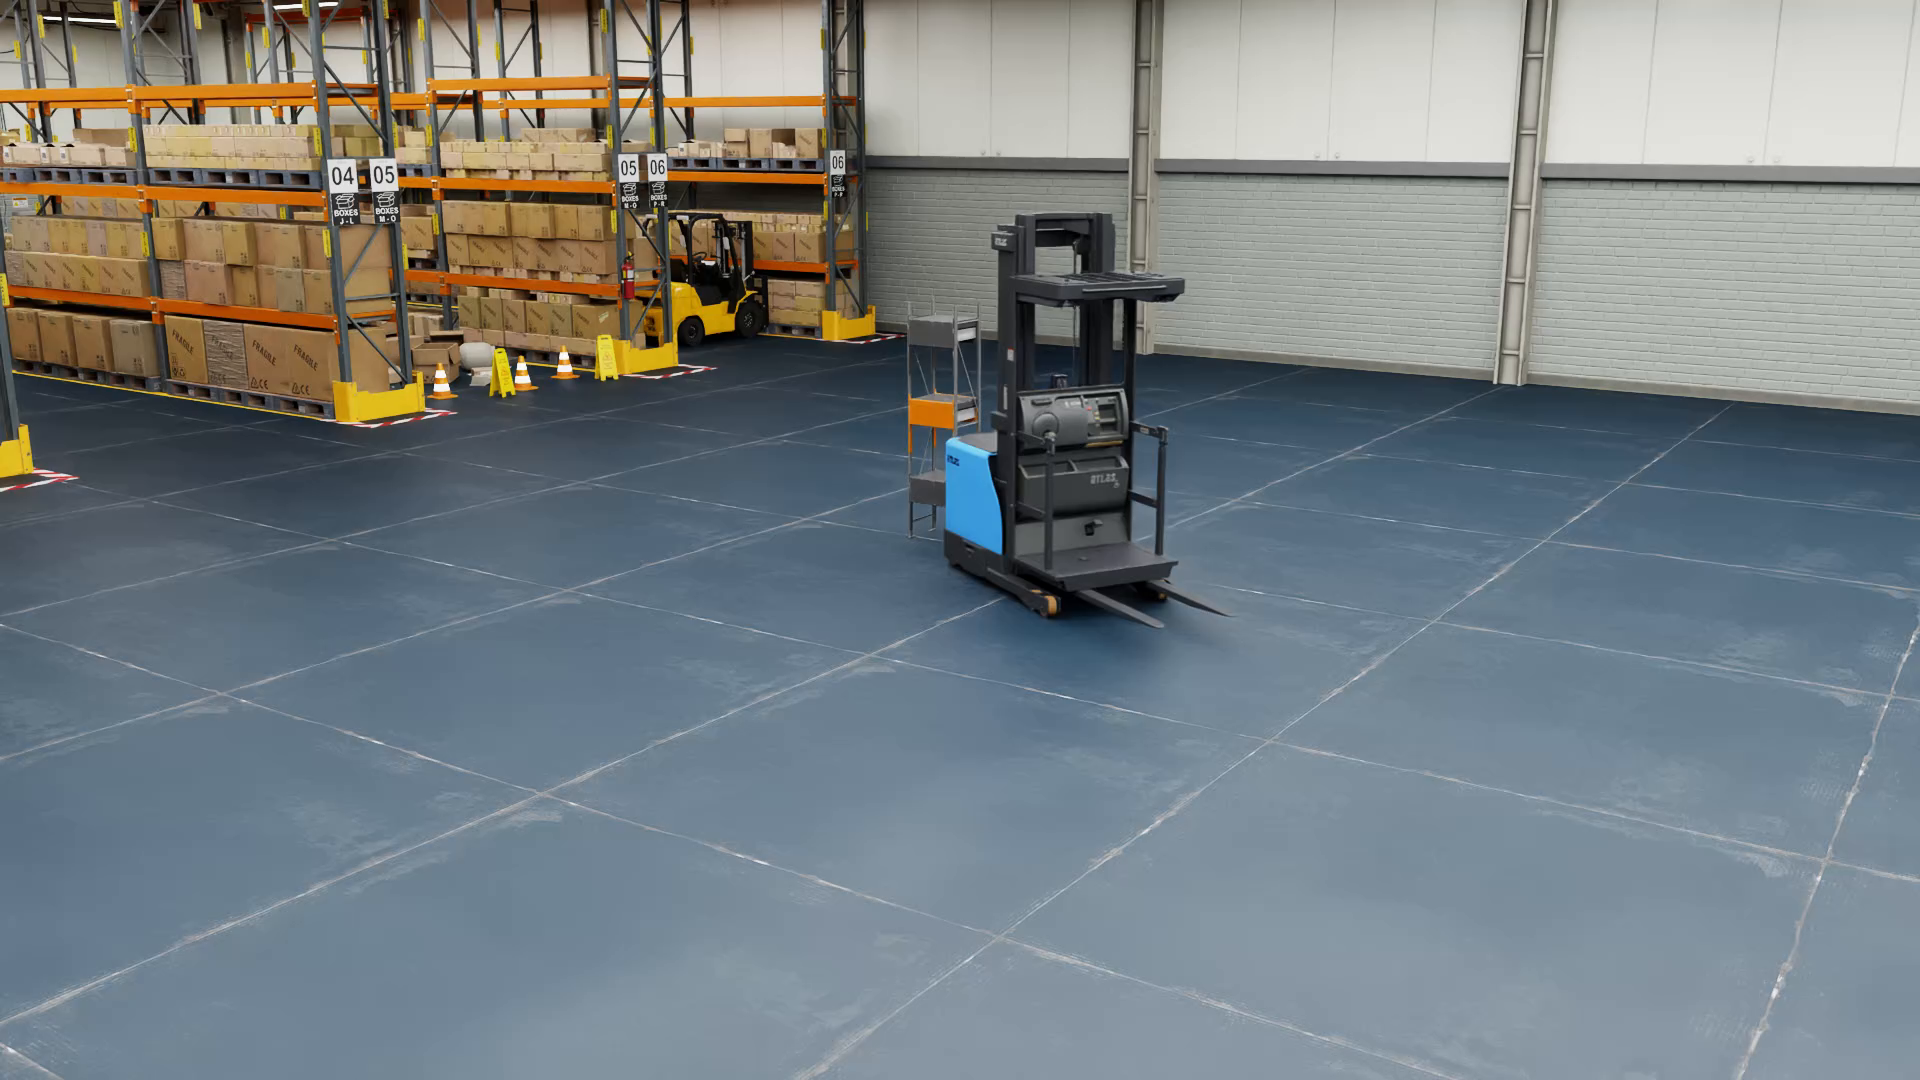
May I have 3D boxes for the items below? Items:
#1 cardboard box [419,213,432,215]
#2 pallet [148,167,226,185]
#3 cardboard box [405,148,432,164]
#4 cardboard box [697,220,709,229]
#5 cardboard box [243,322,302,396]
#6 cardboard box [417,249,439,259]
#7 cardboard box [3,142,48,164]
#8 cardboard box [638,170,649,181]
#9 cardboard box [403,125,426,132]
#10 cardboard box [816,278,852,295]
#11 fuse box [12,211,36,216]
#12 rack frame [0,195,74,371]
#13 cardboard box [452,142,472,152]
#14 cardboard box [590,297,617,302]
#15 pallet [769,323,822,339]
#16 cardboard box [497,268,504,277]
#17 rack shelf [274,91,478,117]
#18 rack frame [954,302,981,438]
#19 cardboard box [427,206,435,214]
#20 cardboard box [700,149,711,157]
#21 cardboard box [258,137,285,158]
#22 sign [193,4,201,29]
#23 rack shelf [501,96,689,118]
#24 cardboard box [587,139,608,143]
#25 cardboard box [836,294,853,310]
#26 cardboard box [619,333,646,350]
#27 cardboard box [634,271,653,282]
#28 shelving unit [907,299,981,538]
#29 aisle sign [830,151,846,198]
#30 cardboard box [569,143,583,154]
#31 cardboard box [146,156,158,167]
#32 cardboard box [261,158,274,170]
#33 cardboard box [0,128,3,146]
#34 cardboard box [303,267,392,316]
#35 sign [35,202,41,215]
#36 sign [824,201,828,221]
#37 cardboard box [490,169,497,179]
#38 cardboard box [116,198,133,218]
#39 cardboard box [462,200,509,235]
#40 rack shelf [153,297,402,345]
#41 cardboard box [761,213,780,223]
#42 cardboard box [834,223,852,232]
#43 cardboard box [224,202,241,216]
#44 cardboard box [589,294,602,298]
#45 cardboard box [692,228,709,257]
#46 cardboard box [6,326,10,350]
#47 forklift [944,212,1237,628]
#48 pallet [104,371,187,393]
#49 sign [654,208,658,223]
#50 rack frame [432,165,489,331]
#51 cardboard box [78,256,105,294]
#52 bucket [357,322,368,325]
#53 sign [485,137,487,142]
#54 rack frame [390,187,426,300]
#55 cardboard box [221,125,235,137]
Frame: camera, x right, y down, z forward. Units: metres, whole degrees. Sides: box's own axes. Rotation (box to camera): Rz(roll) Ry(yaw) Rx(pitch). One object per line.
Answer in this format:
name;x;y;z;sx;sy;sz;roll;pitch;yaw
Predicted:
cardboard box;-9.106;-5.244;28.064;0.500;0.500;0.500;9;17;32
pallet;-10.064;-4.892;22.284;1.213;0.211;1.003;9;17;33
cardboard box;-8.624;-6.228;26.934;0.500;0.250;0.500;9;16;32
cardboard box;-4.563;-5.738;30.201;0.250;0.149;0.380;10;17;34
cardboard box;-8.749;-2.422;21.912;0.875;0.875;0.875;9;16;32
cardboard box;-8.639;-4.687;27.163;0.250;0.149;0.380;9;17;34
cardboard box;-13.578;-5.651;24.271;0.500;0.311;0.500;9;17;33
cardboard box;-4.833;-5.498;25.071;0.250;0.149;0.380;9;17;33
cardboard box;-11.399;-8.530;34.756;0.258;0.266;0.396;9;17;33
cardboard box;-2.265;-4.501;29.533;0.500;0.250;0.500;9;16;32
fuse box;-21.414;-6.726;38.432;0.414;1.711;0.539;9;17;33
rack frame;-14.056;-4.127;25.252;0.127;3.000;1.000;9;17;33
cardboard box;-7.747;-6.176;26.150;0.250;0.149;0.380;10;17;34
cardboard box;-5.710;-3.523;26.102;0.500;0.500;0.500;8;16;31
pallet;-2.630;-3.786;29.676;1.213;0.211;1.003;9;17;33
cardboard box;-7.075;-4.240;26.233;0.250;0.149;0.380;9;17;33
rack shelf;-9.718;-7.228;27.624;4.000;0.370;1.077;9;17;33
rack frame;0.065;-1.009;14.528;0.015;2.100;0.400;9;17;33
cardboard box;-10.572;-6.622;34.251;0.500;0.500;0.700;9;17;33
cardboard box;-4.450;-6.944;29.830;0.250;0.149;0.380;10;17;34
cardboard box;-8.395;-4.911;20.789;0.500;0.250;0.500;9;17;33
sign;-10.407;-7.140;22.667;0.005;0.325;0.100;9;17;33
rack shelf;-6.951;-8.218;31.624;4.000;0.370;1.077;9;17;33
cardboard box;-6.665;-7.398;31.327;0.500;0.311;0.500;9;16;31
cardboard box;-2.246;-4.261;29.602;0.500;0.250;0.500;10;17;34
cardboard box;-5.254;-3.087;25.900;0.500;0.250;0.500;9;17;32
cardboard box;-4.905;-4.019;25.341;0.250;0.149;0.380;9;17;33
shelving unit;-0.137;-1.041;14.661;0.503;2.100;0.431;9;17;33
aisle sign;-2.081;-6.239;28.376;0.004;0.787;0.394;9;17;33
cardboard box;-5.599;-5.835;24.773;0.250;0.149;0.380;9;16;32
cardboard box;-10.625;-5.060;22.221;0.250;0.149;0.380;9;16;32
cardboard box;-8.514;-4.720;20.846;0.250;0.149;0.380;9;17;33
cardboard box;-14.537;-6.006;24.798;0.258;0.266;0.396;9;17;33
cardboard box;-7.751;-3.168;21.065;0.550;0.550;0.875;9;17;33
sign;-18.330;-6.549;33.071;0.005;0.325;0.100;9;17;33
sign;-2.286;-5.616;28.363;0.005;0.325;0.100;9;17;33
cardboard box;-7.082;-5.697;25.877;0.250;0.149;0.380;9;16;31
cardboard box;-15.659;-6.276;31.643;0.500;0.500;0.500;9;16;32
cardboard box;-7.403;-5.094;26.252;0.500;0.500;0.700;9;17;33
rack shelf;-9.077;-2.973;22.088;4.000;0.370;1.077;9;17;33
cardboard box;-3.284;-5.676;29.334;0.250;0.149;0.380;10;17;34
cardboard box;-2.109;-5.505;29.263;0.250;0.149;0.380;9;16;31
cardboard box;-12.791;-5.814;29.777;0.500;0.500;0.500;9;17;33
cardboard box;-6.995;-4.906;32.468;0.625;0.625;0.875;8;16;31
cardboard box;-4.627;-5.452;30.396;0.500;0.500;0.500;10;17;34
cardboard box;-14.748;-3.154;25.648;0.500;0.500;0.500;9;17;33
forklift;0.979;-0.964;12.616;1.130;2.935;3.031;-7;16;-26
pallet;-11.419;-2.325;23.778;1.213;0.211;1.003;9;17;33
sign;-5.586;-5.995;30.555;0.005;0.325;0.100;9;17;33
rack frame;-8.058;-4.591;27.127;0.127;3.000;1.000;9;17;33
cardboard box;-12.158;-3.791;23.688;0.500;0.500;0.500;9;17;33
bucket;-9.337;-3.181;25.079;0.726;0.611;0.620;-10;7;-35
sign;-7.762;-6.407;27.146;0.005;0.325;0.100;9;17;33
rack frame;-11.929;-6.654;35.461;0.127;3.000;1.000;9;17;33
cardboard box;-9.152;-5.210;21.165;0.250;0.149;0.380;9;17;33
